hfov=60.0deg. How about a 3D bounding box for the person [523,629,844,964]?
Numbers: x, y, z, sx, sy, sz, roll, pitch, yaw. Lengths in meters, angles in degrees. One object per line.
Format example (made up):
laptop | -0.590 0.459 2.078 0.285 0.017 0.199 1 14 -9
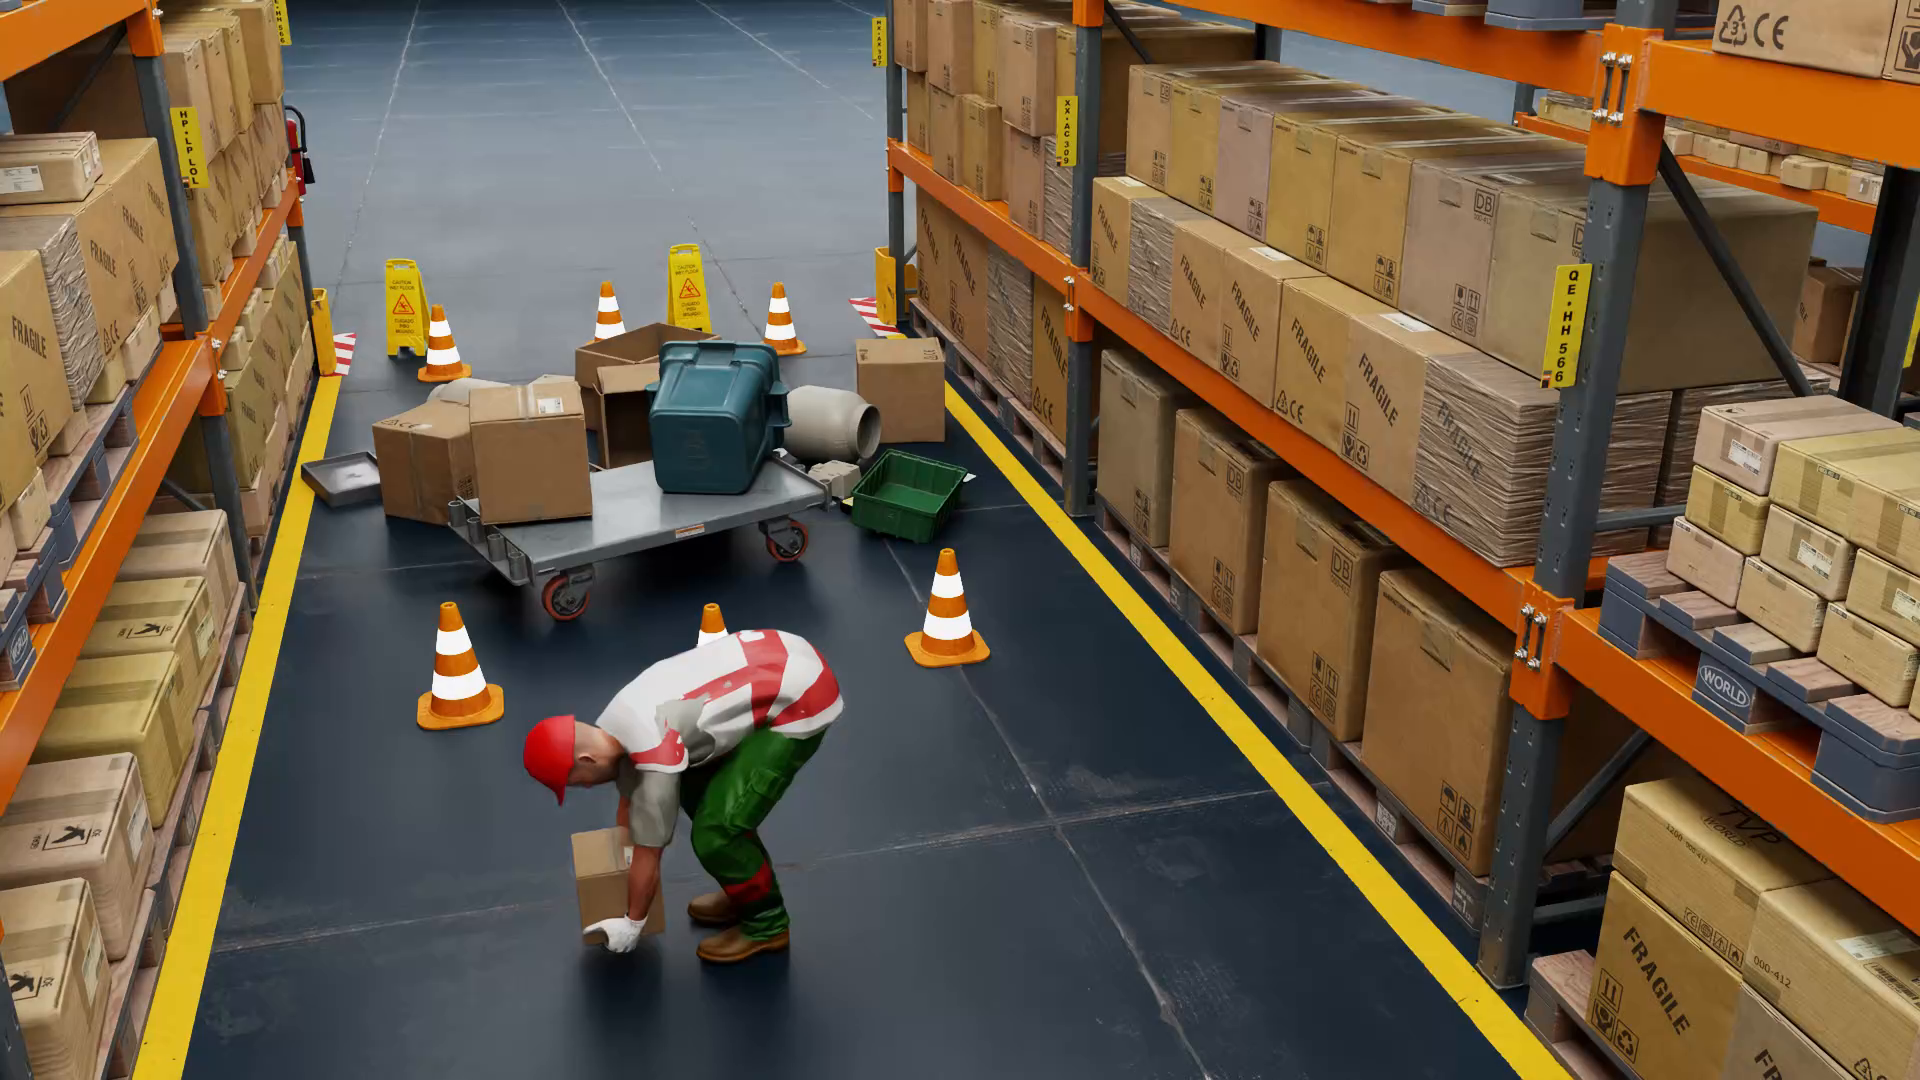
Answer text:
person | -0.833 0.805 5.124 0.955 1.024 0.510 -7 24 -17
